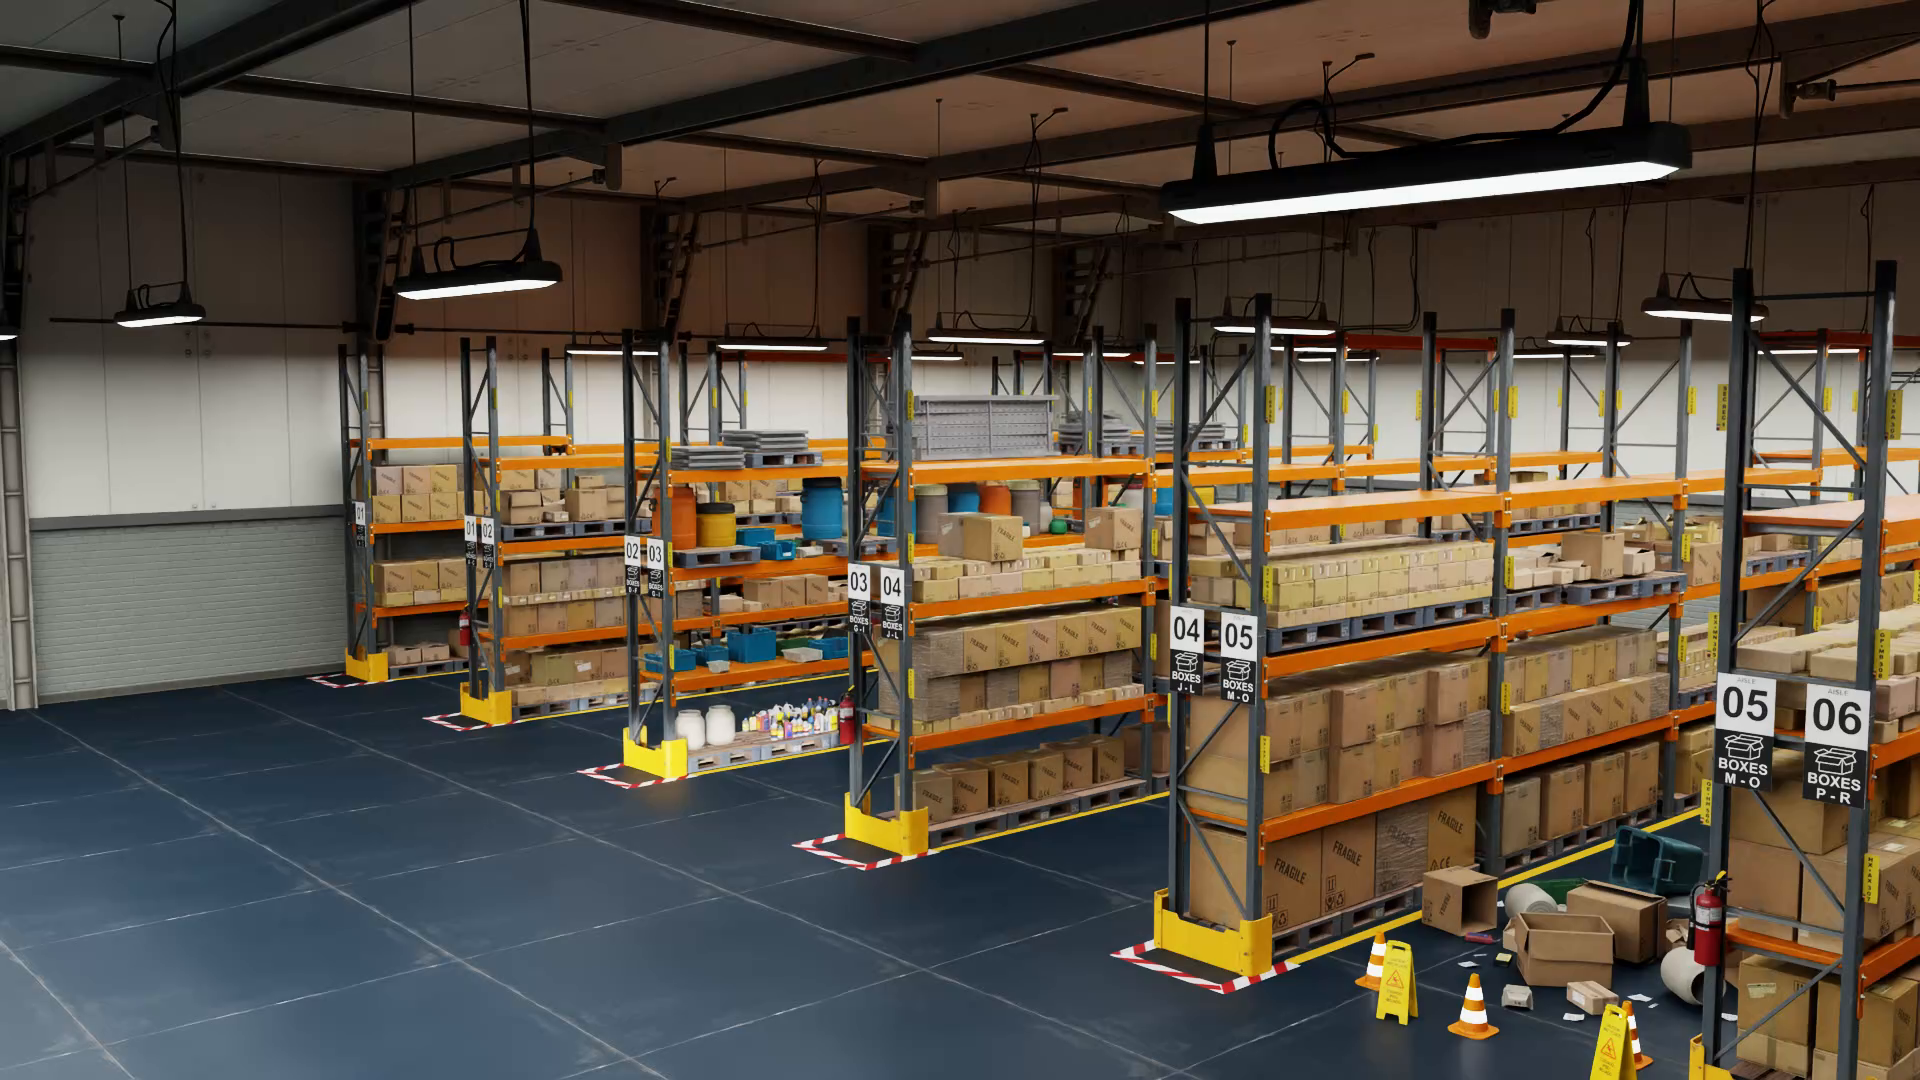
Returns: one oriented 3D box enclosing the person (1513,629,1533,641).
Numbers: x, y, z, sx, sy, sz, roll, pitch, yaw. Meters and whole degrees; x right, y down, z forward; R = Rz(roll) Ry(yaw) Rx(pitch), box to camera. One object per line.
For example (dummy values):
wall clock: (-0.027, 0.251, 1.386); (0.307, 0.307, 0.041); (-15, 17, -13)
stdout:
person: (8.708, 2.058, 25.393); (0.652, 1.680, 0.687); (-4, 6, -34)
